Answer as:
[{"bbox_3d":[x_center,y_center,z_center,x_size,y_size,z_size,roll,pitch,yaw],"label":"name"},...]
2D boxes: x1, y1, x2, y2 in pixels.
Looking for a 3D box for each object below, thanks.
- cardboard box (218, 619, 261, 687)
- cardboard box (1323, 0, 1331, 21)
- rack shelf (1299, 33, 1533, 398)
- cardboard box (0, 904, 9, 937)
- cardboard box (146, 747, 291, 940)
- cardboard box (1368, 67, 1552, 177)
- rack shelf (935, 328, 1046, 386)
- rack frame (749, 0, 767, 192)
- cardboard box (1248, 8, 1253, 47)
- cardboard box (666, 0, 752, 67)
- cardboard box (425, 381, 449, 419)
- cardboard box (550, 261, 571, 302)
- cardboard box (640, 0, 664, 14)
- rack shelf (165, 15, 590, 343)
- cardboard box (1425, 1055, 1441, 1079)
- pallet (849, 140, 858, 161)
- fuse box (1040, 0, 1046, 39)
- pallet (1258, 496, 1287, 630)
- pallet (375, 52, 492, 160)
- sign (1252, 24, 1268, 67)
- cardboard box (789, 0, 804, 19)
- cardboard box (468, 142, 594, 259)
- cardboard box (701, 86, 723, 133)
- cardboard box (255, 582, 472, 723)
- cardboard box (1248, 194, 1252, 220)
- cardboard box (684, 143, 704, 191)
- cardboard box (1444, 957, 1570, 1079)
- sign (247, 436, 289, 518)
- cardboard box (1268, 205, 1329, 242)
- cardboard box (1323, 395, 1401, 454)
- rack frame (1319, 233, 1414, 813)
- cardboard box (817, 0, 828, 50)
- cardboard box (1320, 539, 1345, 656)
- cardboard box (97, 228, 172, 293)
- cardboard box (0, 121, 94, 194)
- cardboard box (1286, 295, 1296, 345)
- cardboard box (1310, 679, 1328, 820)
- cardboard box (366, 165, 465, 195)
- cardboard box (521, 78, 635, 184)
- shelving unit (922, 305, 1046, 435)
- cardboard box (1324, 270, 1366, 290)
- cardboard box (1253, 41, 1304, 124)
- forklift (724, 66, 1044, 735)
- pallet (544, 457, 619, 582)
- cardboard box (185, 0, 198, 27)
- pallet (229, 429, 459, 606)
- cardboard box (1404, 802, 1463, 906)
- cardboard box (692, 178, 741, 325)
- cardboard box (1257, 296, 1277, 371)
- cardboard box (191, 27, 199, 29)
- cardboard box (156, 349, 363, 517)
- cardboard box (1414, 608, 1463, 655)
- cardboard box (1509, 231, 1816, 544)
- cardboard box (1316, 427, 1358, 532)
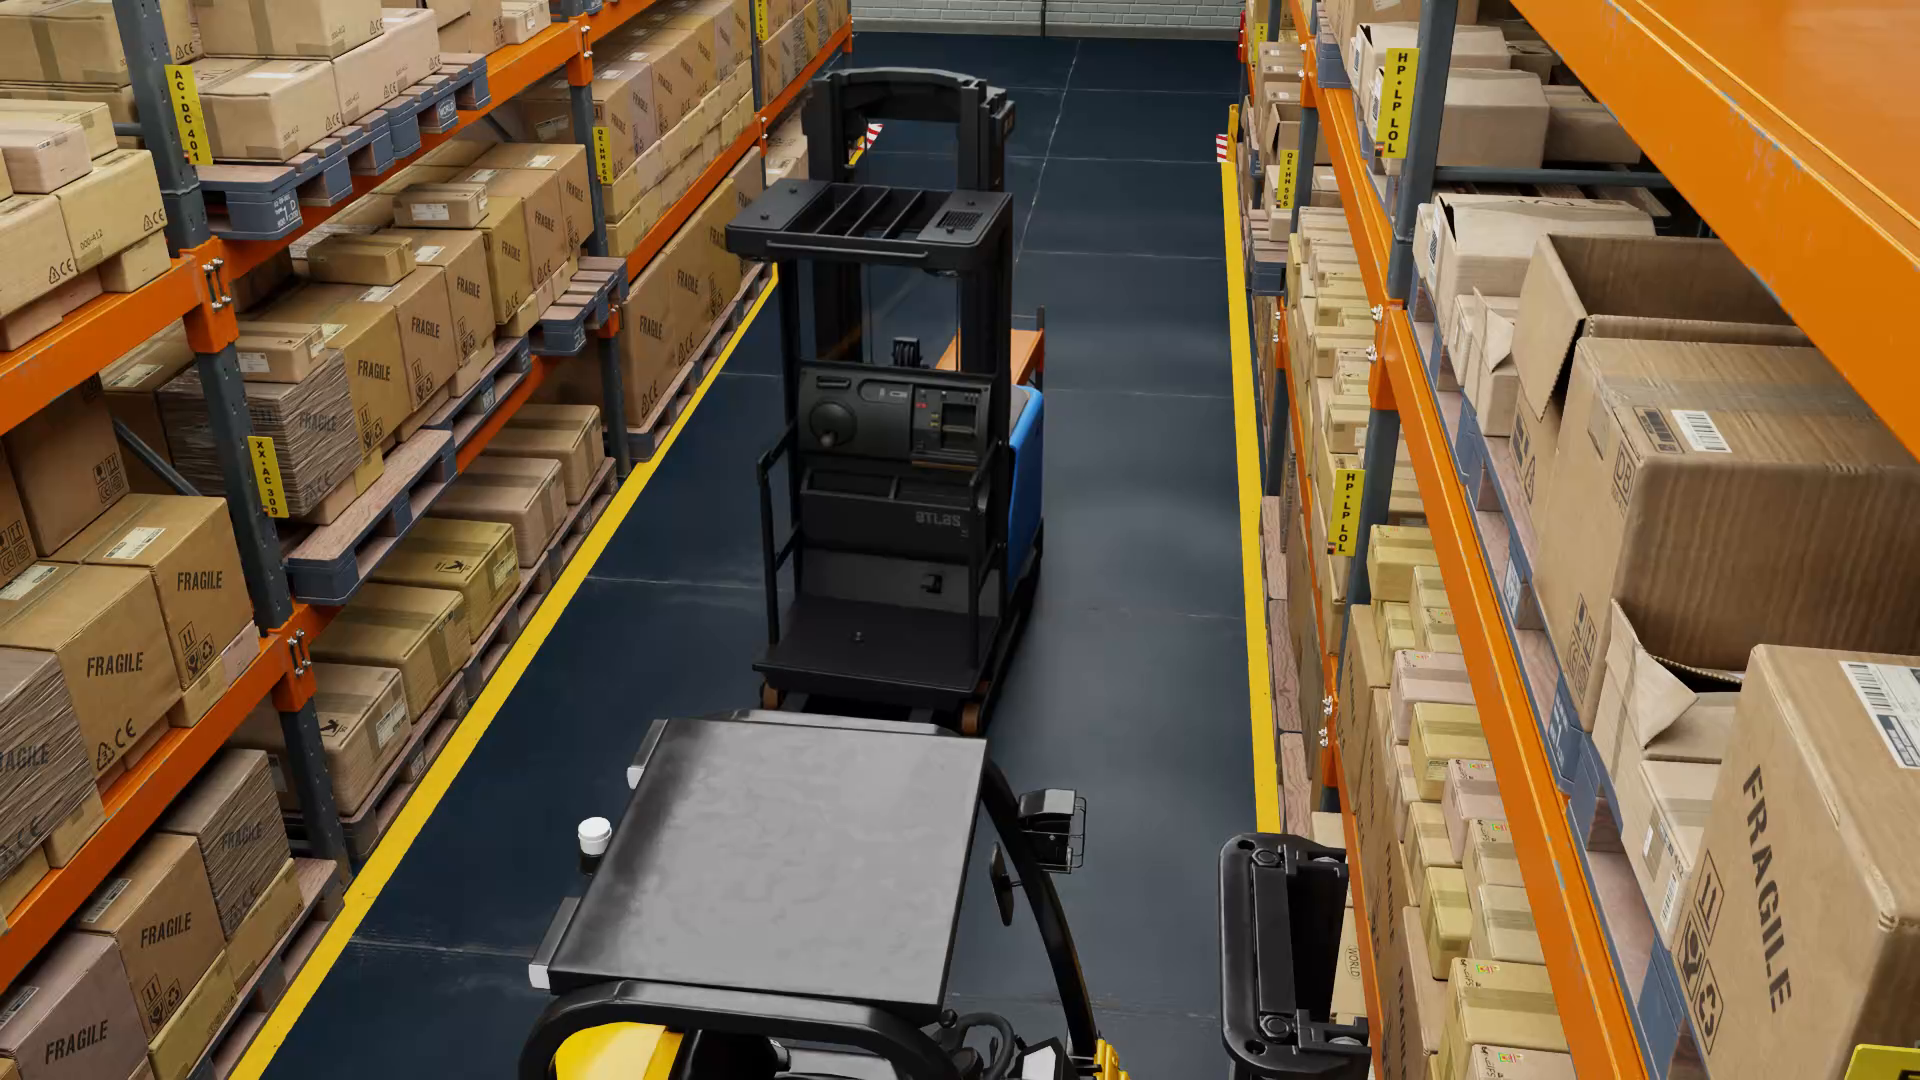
[{"bbox_3d":[-2.817,0.403,6.103,0.380,0.149,0.250,3,28,6],"label":"cardboard box"},{"bbox_3d":[2.006,-2.739,7.855,0.500,0.500,0.500,4,29,7],"label":"cardboard box"},{"bbox_3d":[2.092,-1.535,7.032,1.077,0.370,4.000,3,28,6],"label":"rack shelf"},{"bbox_3d":[-2.995,1.124,4.766,0.380,0.149,0.250,4,29,7],"label":"cardboard box"},{"bbox_3d":[-2.886,1.113,6.186,0.500,0.500,0.500,3,28,5],"label":"cardboard box"},{"bbox_3d":[1.694,-1.454,5.670,0.500,0.311,0.500,2,28,5],"label":"cardboard box"},{"bbox_3d":[0.149,-0.954,9.717,0.538,0.278,1.000,6,29,11],"label":"rack shelf"},{"bbox_3d":[-2.100,-3.642,13.347,1.000,3.000,0.127,3,28,6],"label":"rack frame"},{"bbox_3d":[2.874,-4.629,15.024,0.500,0.250,0.500,3,28,5],"label":"cardboard box"},{"bbox_3d":[-1.905,-3.901,12.669,0.500,0.500,0.500,4,29,8],"label":"cardboard box"},{"bbox_3d":[-2.595,-0.682,7.675,0.380,0.149,0.250,4,29,7],"label":"cardboard box"},{"bbox_3d":[-2.344,-1.414,9.034,0.380,0.149,0.250,3,28,6],"label":"cardboard box"},{"bbox_3d":[-2.474,-3.695,12.286,0.500,0.500,0.500,3,28,6],"label":"cardboard box"},{"bbox_3d":[-2.835,-1.821,7.564,1.077,0.370,4.000,3,28,6],"label":"rack shelf"},{"bbox_3d":[1.291,1.518,3.665,0.500,0.500,0.500,3,28,5],"label":"cardboard box"},{"bbox_3d":[-1.630,-3.916,16.797,1.003,0.211,1.213,3,28,6],"label":"pallet"},{"bbox_3d":[1.125,-7.422,21.723,0.539,1.711,0.414,3,28,6],"label":"fuse box"},{"bbox_3d":[2.197,0.141,9.266,1.003,0.211,1.213,3,28,6],"label":"pallet"},{"bbox_3d":[-2.775,-1.887,7.125,1.213,0.211,1.003,3,28,6],"label":"pallet"},{"bbox_3d":[2.287,-3.764,12.662,0.100,0.325,0.005,3,28,6],"label":"sign"},{"bbox_3d":[-1.659,-4.814,14.363,0.500,0.500,0.500,4,29,7],"label":"cardboard box"},{"bbox_3d":[-2.370,-1.889,9.231,0.500,0.500,0.500,3,28,5],"label":"cardboard box"},{"bbox_3d":[-2.024,-3.094,11.962,0.500,0.250,0.500,4,29,7],"label":"cardboard box"},{"bbox_3d":[-2.934,0.510,7.968,0.950,0.372,0.625,5,29,9],"label":"cardboard box"},{"bbox_3d":[2.647,-2.784,14.194,0.396,0.266,0.258,4,29,8],"label":"cardboard box"},{"bbox_3d":[-2.108,-2.631,11.628,0.500,0.250,0.500,3,28,6],"label":"cardboard box"},{"bbox_3d":[1.248,1.045,3.544,0.380,0.149,0.250,4,29,7],"label":"cardboard box"},{"bbox_3d":[-2.541,-0.229,6.100,0.100,0.325,0.005,3,28,6],"label":"sign"},{"bbox_3d":[2.036,-1.878,9.896,0.380,0.149,0.250,4,29,7],"label":"cardboard box"},{"bbox_3d":[1.665,-0.459,6.650,0.380,0.149,0.250,2,28,5],"label":"cardboard box"},{"bbox_3d":[1.847,0.411,5.825,1.000,3.000,0.127,3,28,6],"label":"rack frame"},{"bbox_3d":[-1.536,-4.848,15.481,0.500,0.500,0.500,4,29,8],"label":"cardboard box"},{"bbox_3d":[1.649,0.224,6.329,0.500,0.250,0.500,4,29,7],"label":"cardboard box"},{"bbox_3d":[-2.816,-0.920,5.397,0.380,0.149,0.250,3,29,6],"label":"cardboard box"},{"bbox_3d":[-2.858,-1.148,4.980,0.380,0.149,0.250,3,28,5],"label":"cardboard box"},{"bbox_3d":[2.040,-1.212,8.994,0.500,0.250,0.500,3,29,6],"label":"cardboard box"},{"bbox_3d":[1.899,1.025,6.746,0.875,0.625,0.625,5,29,8],"label":"cardboard box"},{"bbox_3d":[-2.932,-1.675,8.834,0.500,0.500,0.500,5,29,9],"label":"cardboard box"},{"bbox_3d":[-2.287,-2.461,9.996,0.500,0.500,0.500,2,28,5],"label":"cardboard box"},{"bbox_3d":[0.149,-0.696,9.856,0.538,1.125,1.048,6,29,11],"label":"shelving unit"},{"bbox_3d":[1.947,-1.177,7.983,0.380,0.149,0.250,4,29,7],"label":"cardboard box"},{"bbox_3d":[2.546,-3.369,12.293,0.700,0.500,0.500,4,29,7],"label":"cardboard box"},{"bbox_3d":[-0.360,-0.547,7.676,1.130,2.935,3.031,6,29,11],"label":"forklift"},{"bbox_3d":[-2.687,-0.164,9.831,1.003,0.211,1.213,3,28,6],"label":"pallet"},{"bbox_3d":[-3.032,-2.297,6.877,0.500,0.250,0.500,4,29,7],"label":"cardboard box"},{"bbox_3d":[-2.842,-0.143,7.055,1.003,0.211,1.213,3,28,6],"label":"pallet"},{"bbox_3d":[1.361,0.817,4.282,0.380,0.149,0.250,2,28,5],"label":"cardboard box"},{"bbox_3d":[-2.199,-2.169,12.411,0.875,0.875,0.875,4,29,8],"label":"cardboard box"},{"bbox_3d":[2.354,-1.495,11.556,0.500,0.500,0.500,2,28,4],"label":"cardboard box"},{"bbox_3d":[-3.022,-2.077,6.995,0.500,0.250,0.500,4,29,7],"label":"cardboard box"},{"bbox_3d":[-2.738,-0.440,6.542,0.500,0.500,0.500,4,29,7],"label":"cardboard box"},{"bbox_3d":[1.548,0.332,4.869,0.380,0.149,0.250,3,28,5],"label":"cardboard box"},{"bbox_3d":[1.503,-0.273,3.275,0.797,0.503,0.637,4,29,8],"label":"cardboard box"},{"bbox_3d":[1.709,-0.232,6.649,0.500,0.250,0.500,3,28,5],"label":"cardboard box"}]
